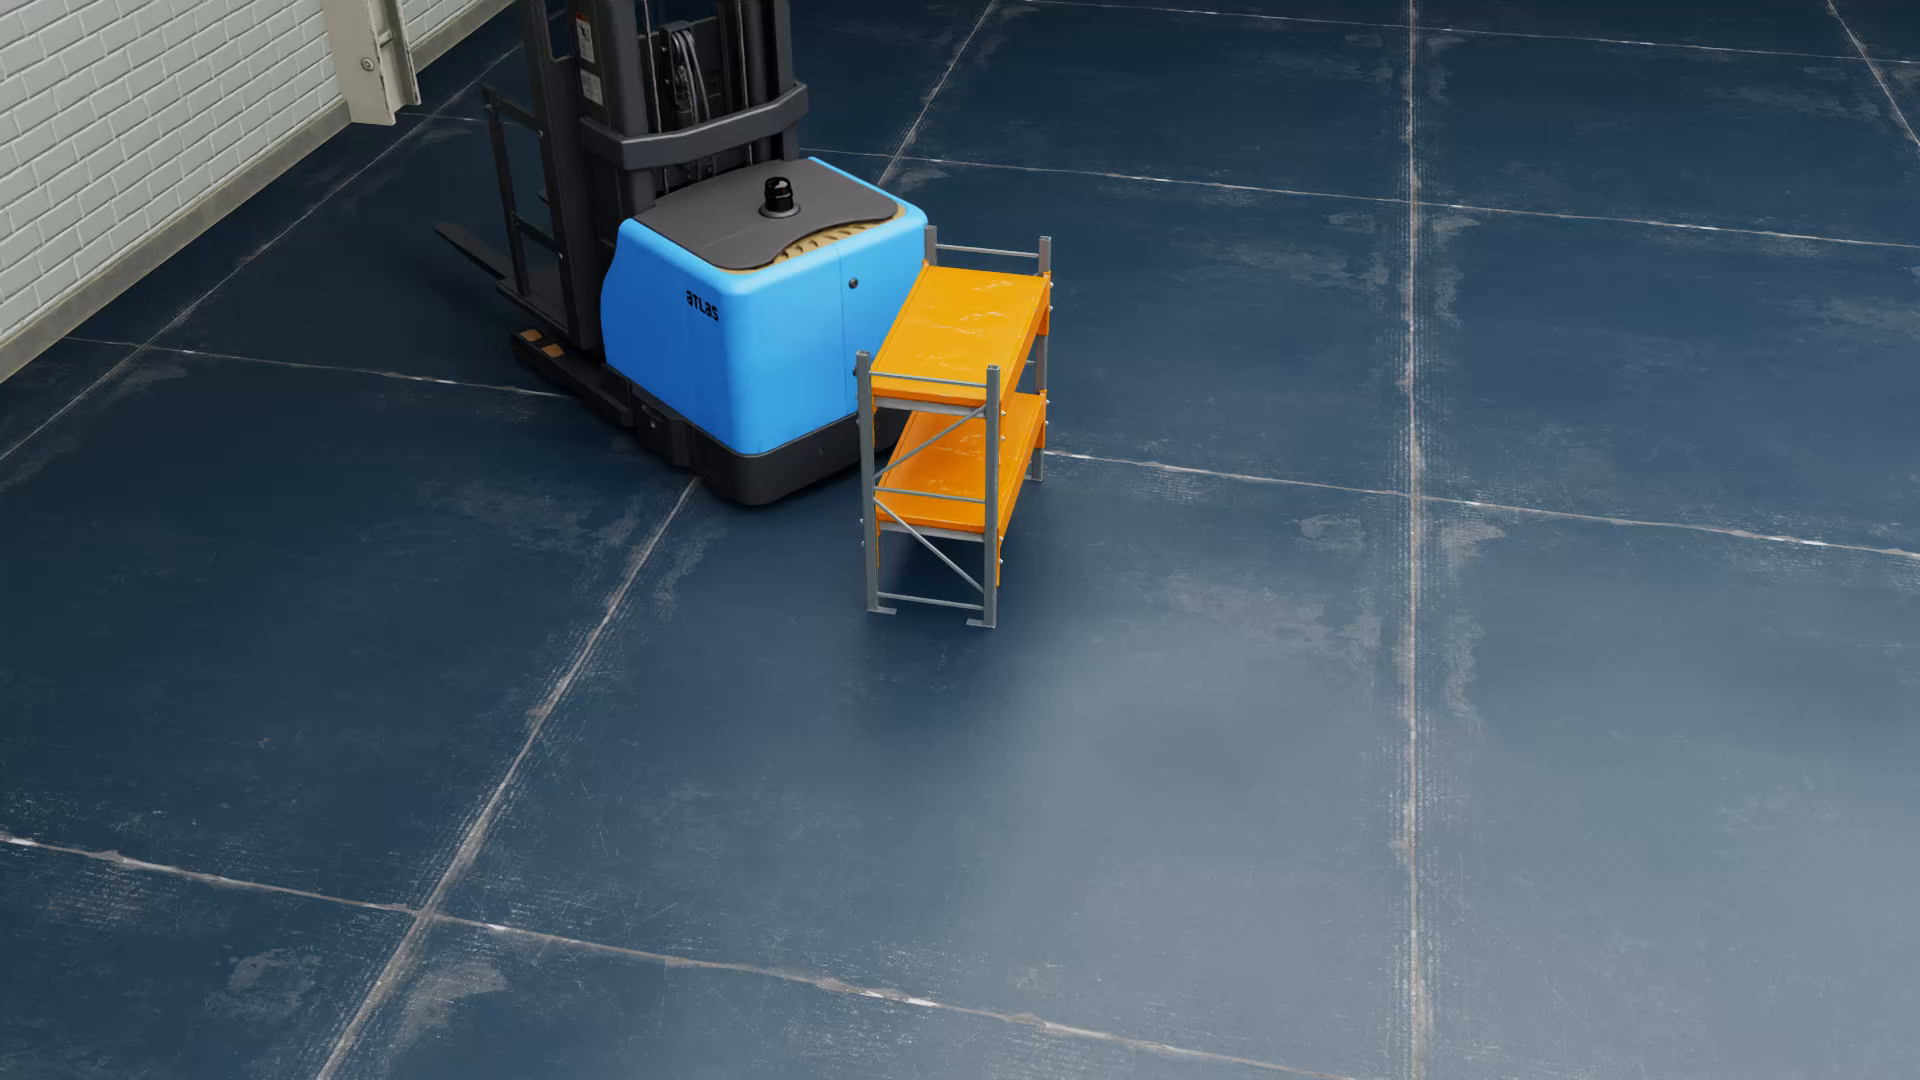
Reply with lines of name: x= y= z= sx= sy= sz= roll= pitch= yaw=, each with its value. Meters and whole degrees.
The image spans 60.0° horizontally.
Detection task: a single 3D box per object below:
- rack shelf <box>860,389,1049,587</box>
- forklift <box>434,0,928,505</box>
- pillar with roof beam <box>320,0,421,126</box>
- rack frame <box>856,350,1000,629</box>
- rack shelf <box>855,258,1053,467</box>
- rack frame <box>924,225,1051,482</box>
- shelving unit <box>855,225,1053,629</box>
rack shelf: x=-0.001 y=-0.254 z=6.558 sx=0.538 sy=0.278 sz=1.000 roll=7 pitch=37 yaw=10
forklift: x=-1.473 y=-2.111 z=7.165 sx=1.130 sy=2.935 sz=3.031 roll=-28 pitch=44 yaw=-33
pillar with roof beam: x=0.583 y=-5.801 z=7.085 sx=9.100 sy=9.000 sz=0.400 roll=7 pitch=37 yaw=10
rack frame: x=-0.110 y=-0.160 z=6.012 sx=0.500 sy=1.125 sz=0.032 roll=7 pitch=37 yaw=10
rack shelf: x=-0.001 y=-0.689 z=6.243 sx=0.538 sy=0.278 sz=1.000 roll=7 pitch=37 yaw=10
rack frame: x=0.107 y=-0.743 z=6.817 sx=0.500 sy=1.125 sz=0.032 roll=7 pitch=37 yaw=10
shelving unit: x=-0.001 y=-0.452 z=6.415 sx=0.538 sy=1.125 sz=1.048 roll=7 pitch=37 yaw=10
